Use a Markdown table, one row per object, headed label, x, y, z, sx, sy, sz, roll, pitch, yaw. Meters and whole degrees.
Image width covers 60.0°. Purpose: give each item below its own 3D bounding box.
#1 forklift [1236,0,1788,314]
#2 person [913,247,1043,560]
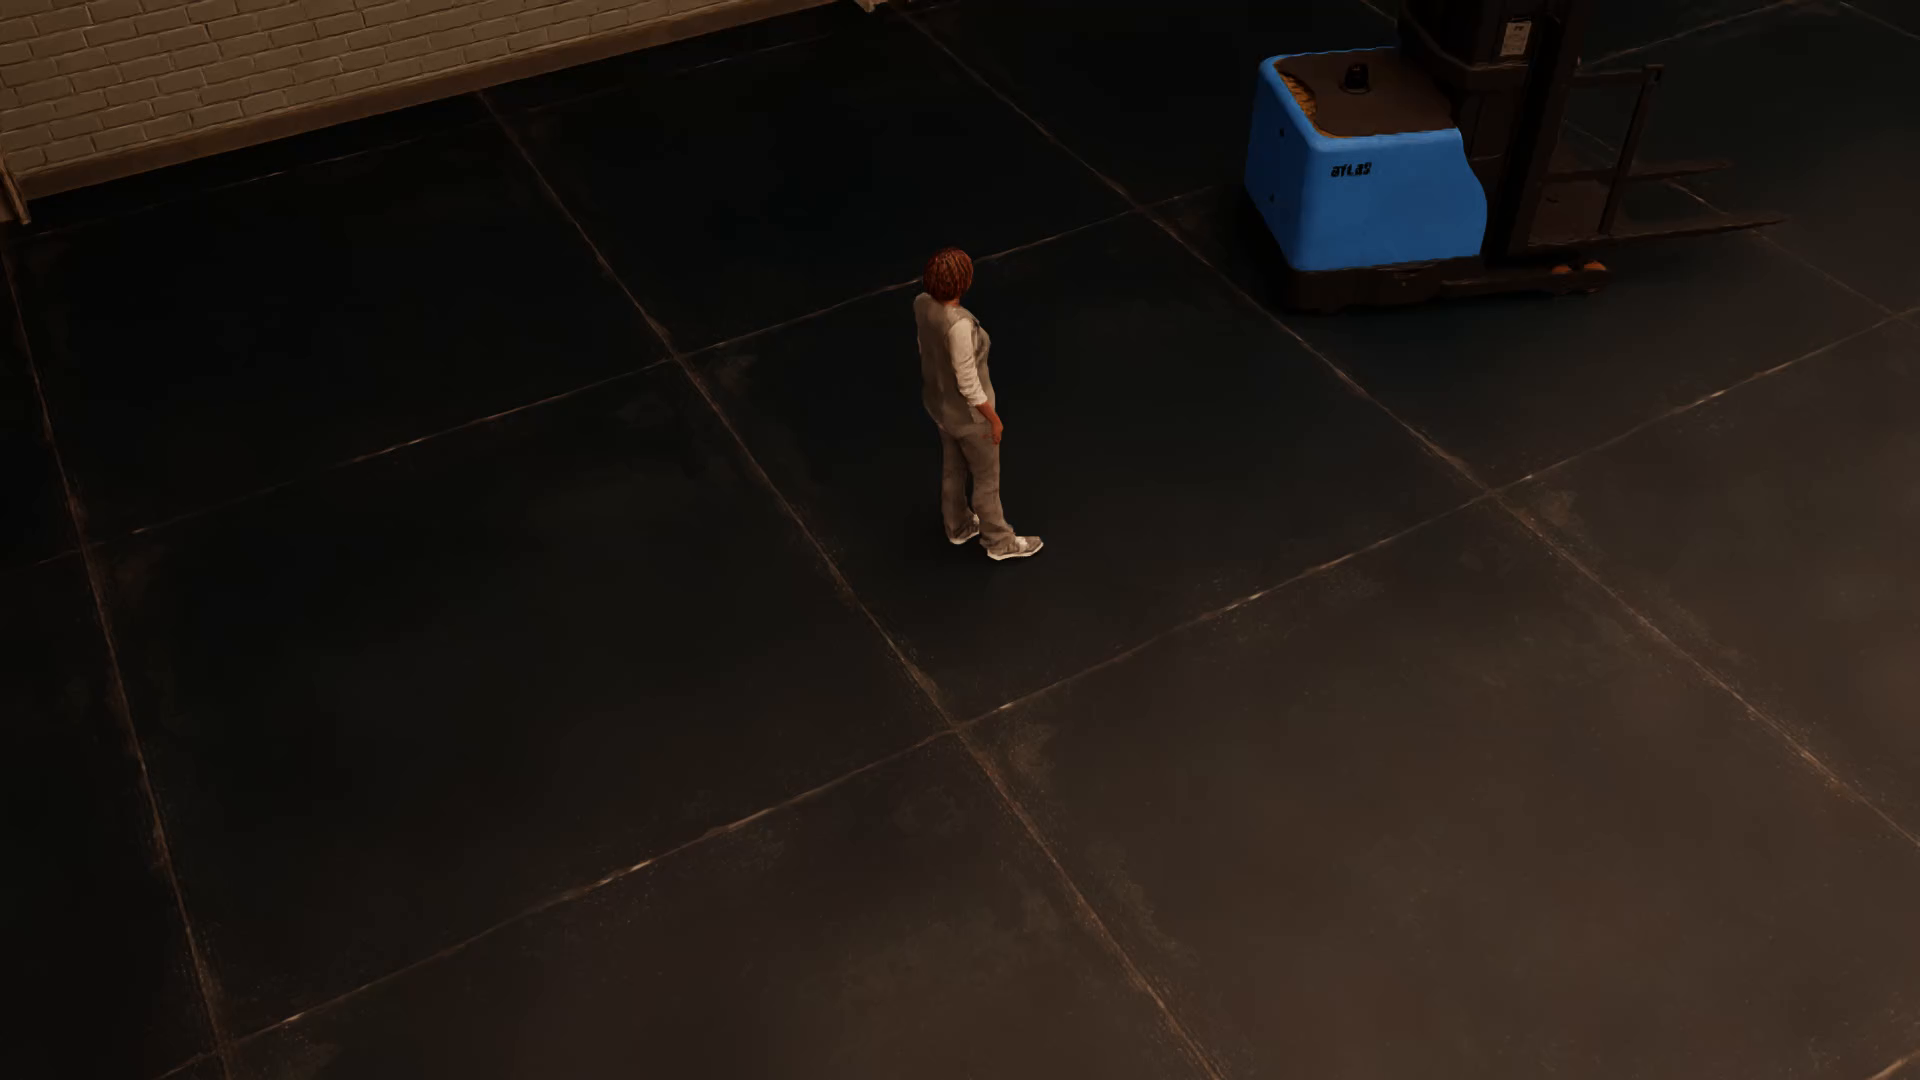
| label | x | y | z | sx | sy | sz | roll | pitch | yaw |
| --- | --- | --- | --- | --- | --- | --- | --- | --- | --- |
| forklift | 3.193 | -2.799 | 8.716 | 3.031 | 2.935 | 1.130 | -7 | 43 | -7 |
| person | 0.071 | -0.608 | 7.324 | 0.474 | 1.597 | 0.521 | -21 | 47 | -21 |
